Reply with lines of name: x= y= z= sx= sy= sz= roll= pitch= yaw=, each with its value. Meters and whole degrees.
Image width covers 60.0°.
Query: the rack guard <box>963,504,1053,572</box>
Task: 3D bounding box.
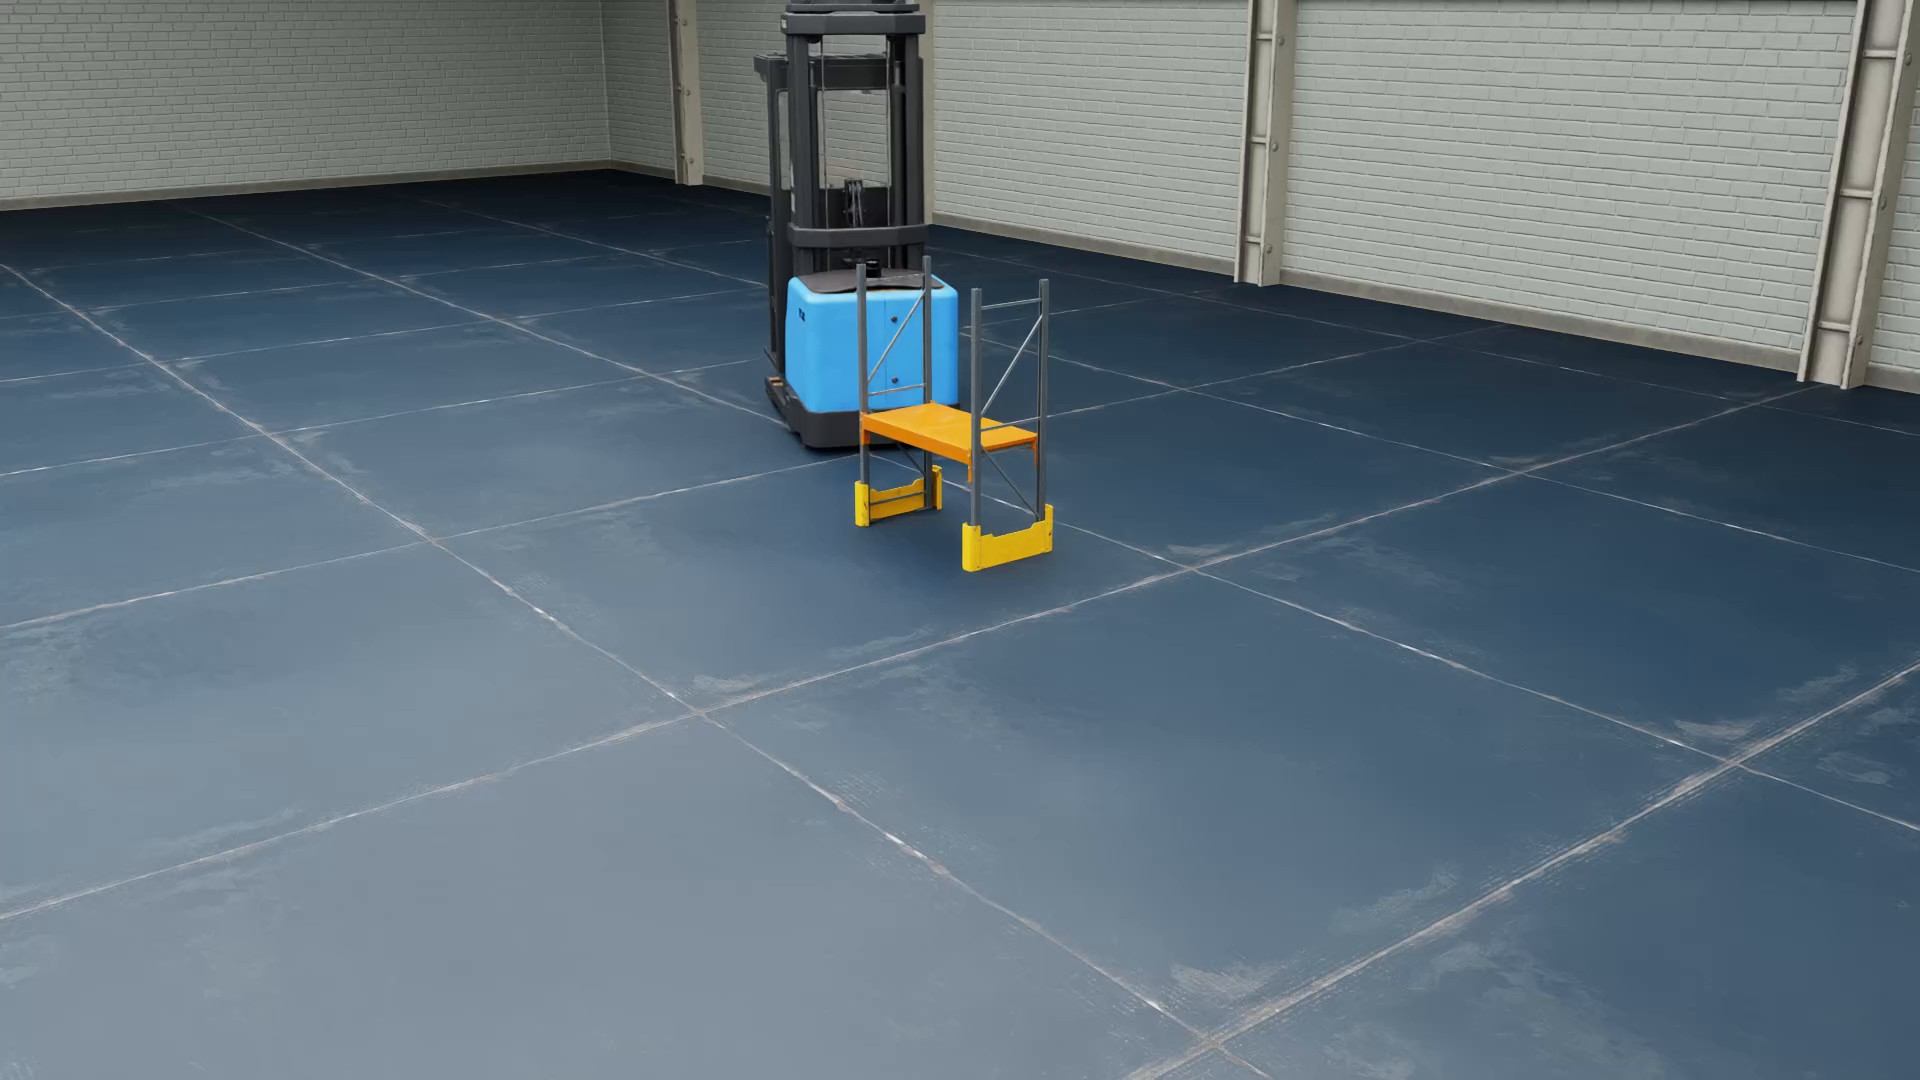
rack guard: x=0.262 y=-0.015 z=9.009 sx=0.587 sy=0.250 sz=0.087 roll=-14 pitch=23 yaw=-36

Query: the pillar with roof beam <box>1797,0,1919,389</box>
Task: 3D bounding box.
pillar with roof beam: x=3.496 y=-4.677 z=9.171 sx=9.100 sy=9.000 sz=0.400 roll=-14 pitch=23 yaw=-36

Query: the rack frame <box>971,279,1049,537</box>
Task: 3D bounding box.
rack frame: x=0.263 y=-0.608 z=8.812 sx=0.500 sy=1.500 sz=0.032 roll=-14 pitch=23 yaw=-36

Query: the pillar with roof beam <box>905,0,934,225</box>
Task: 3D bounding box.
pillar with roof beam: x=-3.955 y=-7.634 z=18.101 sx=9.100 sy=9.000 sz=0.400 roll=-14 pitch=23 yaw=-36

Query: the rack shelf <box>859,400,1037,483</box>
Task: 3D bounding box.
rack shelf: x=-0.053 y=-0.562 z=9.247 sx=0.538 sy=0.185 sz=1.000 roll=-14 pitch=23 yaw=-36

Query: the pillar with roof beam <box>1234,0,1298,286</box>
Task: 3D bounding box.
pillar with roof beam: x=-0.229 y=-6.155 z=13.636 sx=9.100 sy=9.000 sz=0.400 roll=-14 pitch=23 yaw=-36

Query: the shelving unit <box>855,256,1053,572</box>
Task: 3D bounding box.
shelving unit: x=-0.047 y=-0.731 z=9.183 sx=0.587 sy=1.500 sz=1.083 roll=-14 pitch=23 yaw=-36

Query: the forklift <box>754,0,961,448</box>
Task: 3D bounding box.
forklift: x=-0.855 y=-2.425 z=12.023 sx=1.130 sy=2.935 sz=3.031 roll=-5 pitch=19 yaw=-13

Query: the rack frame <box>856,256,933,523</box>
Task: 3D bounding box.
rack frame: x=-0.369 y=-0.858 z=9.569 sx=0.500 sy=1.500 sz=0.032 roll=-14 pitch=23 yaw=-36

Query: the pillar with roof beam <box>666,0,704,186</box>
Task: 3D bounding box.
pillar with roof beam: x=-7.680 y=-9.112 z=22.566 sx=9.100 sy=9.000 sz=0.400 roll=-14 pitch=23 yaw=-36

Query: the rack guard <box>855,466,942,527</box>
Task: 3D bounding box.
rack guard: x=-0.357 y=-0.260 z=9.751 sx=0.587 sy=0.250 sz=0.087 roll=-14 pitch=23 yaw=-36
